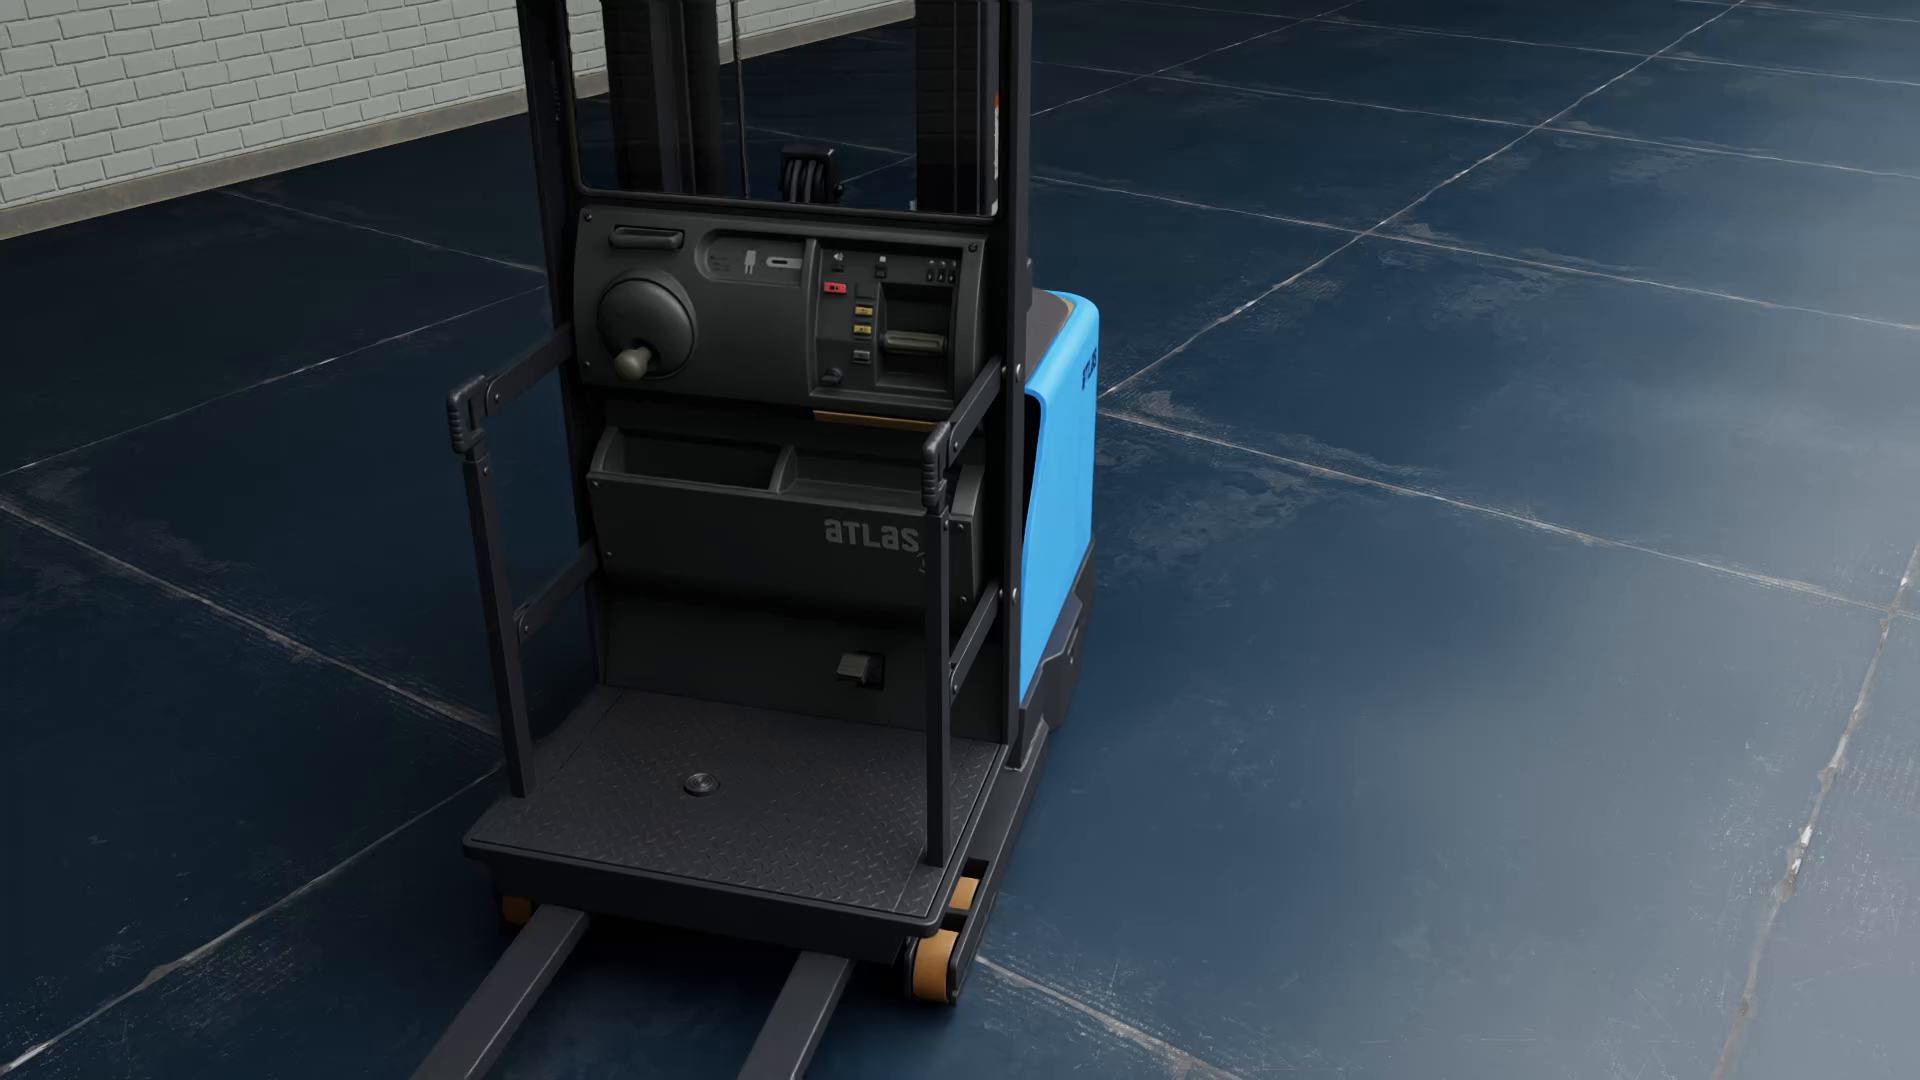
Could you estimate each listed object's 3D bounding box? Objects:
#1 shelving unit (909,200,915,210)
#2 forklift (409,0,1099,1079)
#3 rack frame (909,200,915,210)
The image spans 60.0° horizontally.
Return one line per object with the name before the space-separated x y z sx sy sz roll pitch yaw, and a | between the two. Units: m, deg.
shelving unit | -0.012 -0.538 5.485 0.189 1.200 0.258 17 32 30
forklift | -0.457 -0.467 3.437 1.130 2.935 3.031 7 28 13
rack frame | -0.087 -0.562 5.531 0.006 1.200 0.240 17 32 30
